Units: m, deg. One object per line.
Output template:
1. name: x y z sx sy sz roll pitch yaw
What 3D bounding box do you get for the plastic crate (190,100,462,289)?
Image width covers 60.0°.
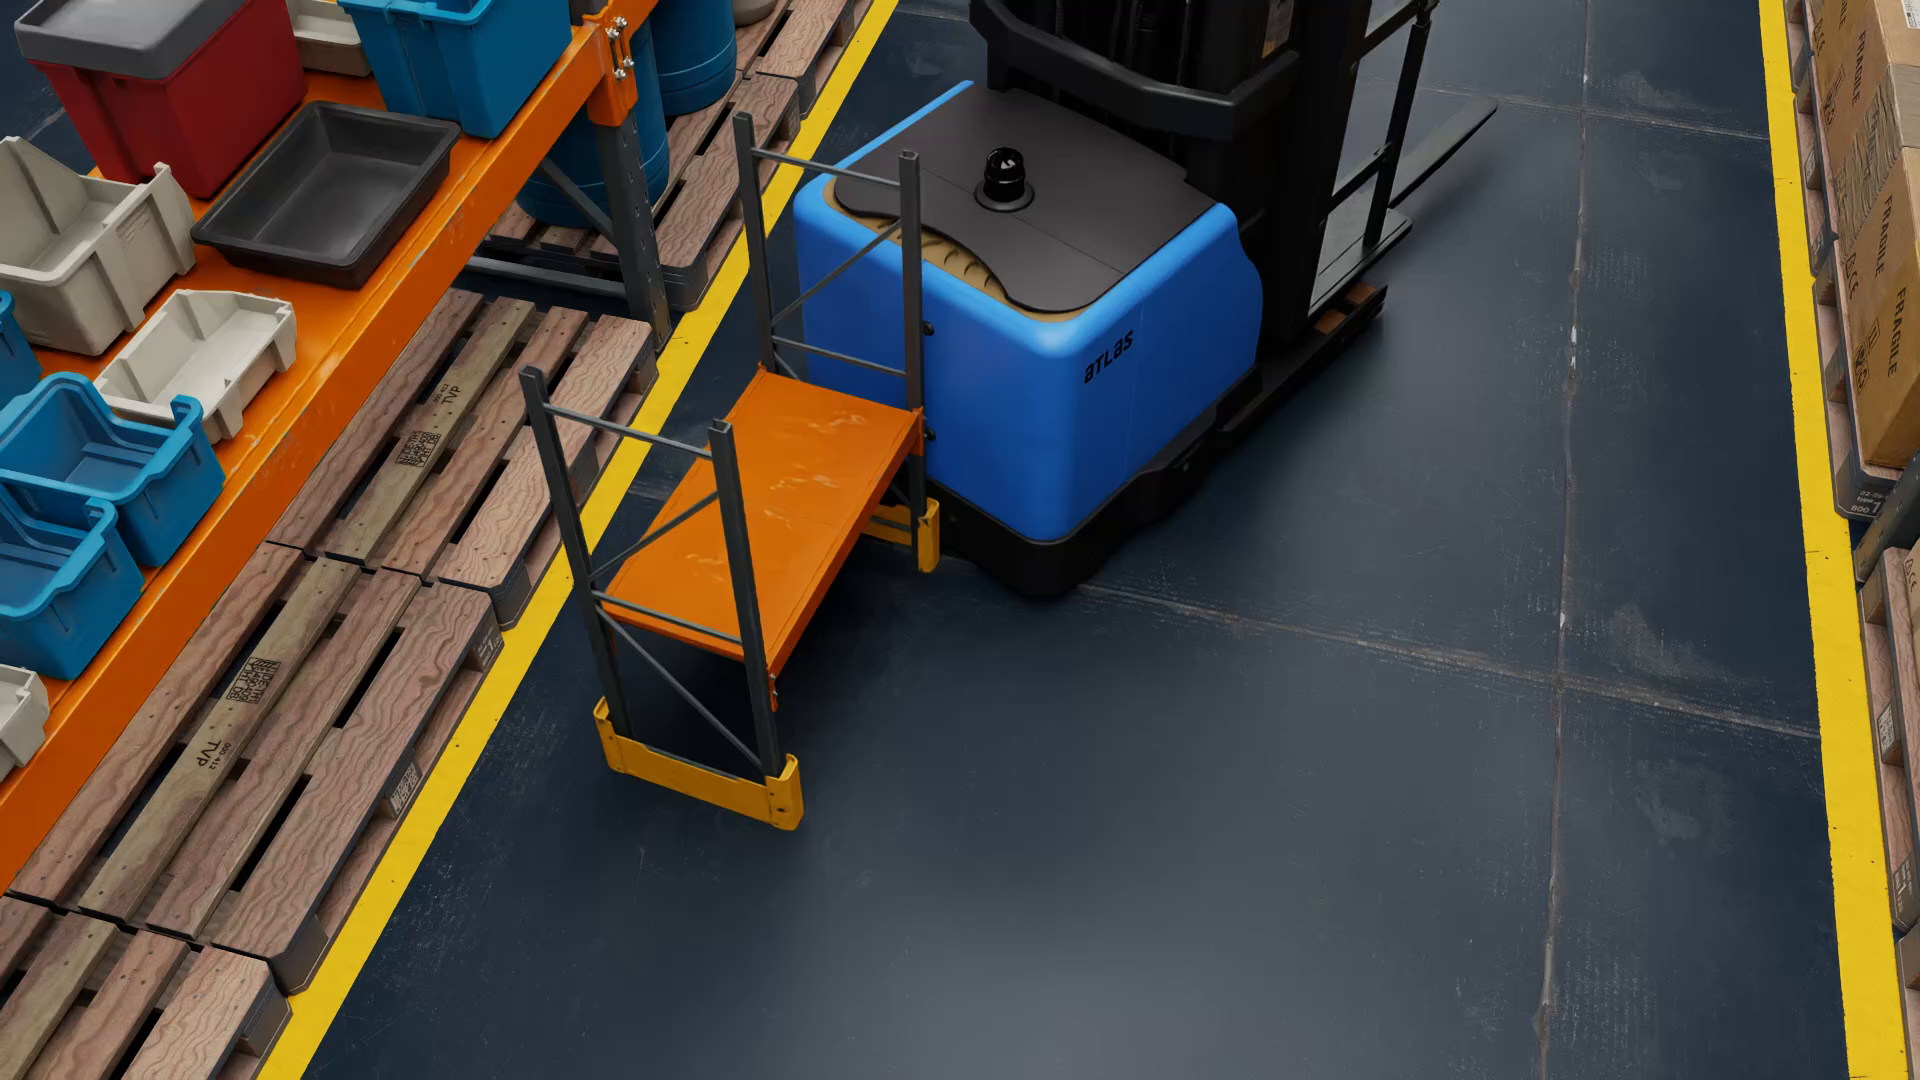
1. plastic crate: -1.553 -0.850 4.143 0.437 0.125 0.590 12 50 10

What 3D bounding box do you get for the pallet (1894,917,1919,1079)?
1. pallet: 2.759 1.501 3.785 1.003 0.211 1.213 12 50 10

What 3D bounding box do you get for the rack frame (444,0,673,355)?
1. rack frame: -1.518 -1.784 4.824 1.000 3.000 0.127 12 50 10

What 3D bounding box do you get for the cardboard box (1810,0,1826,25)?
1. cardboard box: 3.785 -2.363 6.709 0.500 0.500 0.500 10 49 9

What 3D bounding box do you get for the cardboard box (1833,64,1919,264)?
1. cardboard box: 3.384 -1.254 5.730 0.500 0.500 0.500 12 50 11

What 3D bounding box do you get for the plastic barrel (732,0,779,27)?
1. plastic barrel: -0.937 -2.393 6.741 0.421 0.512 0.421 0 49 0

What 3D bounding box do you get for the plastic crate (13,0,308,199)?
1. plastic crate: -1.995 -1.229 4.251 0.402 0.464 0.583 12 50 10

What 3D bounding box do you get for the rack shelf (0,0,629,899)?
1. rack shelf: -2.044 -0.099 3.817 1.077 0.370 4.000 12 50 10

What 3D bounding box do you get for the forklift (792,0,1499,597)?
1. forklift: 0.852 -1.833 4.913 1.130 2.935 3.031 33 56 26

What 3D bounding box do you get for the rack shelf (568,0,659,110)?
1. rack shelf: -0.991 -2.993 6.370 1.077 0.370 4.000 12 50 10

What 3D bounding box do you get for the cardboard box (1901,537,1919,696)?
1. cardboard box: 2.941 0.201 4.572 0.500 0.311 0.500 12 50 10

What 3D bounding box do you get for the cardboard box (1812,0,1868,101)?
1. cardboard box: 3.648 -2.001 6.389 0.500 0.500 0.500 11 49 10

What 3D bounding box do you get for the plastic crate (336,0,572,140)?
1. plastic crate: -1.311 -1.394 4.450 0.392 0.384 0.575 12 50 10

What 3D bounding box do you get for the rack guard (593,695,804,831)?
1. rack guard: -0.712 0.608 4.547 0.587 0.250 0.087 17 51 14

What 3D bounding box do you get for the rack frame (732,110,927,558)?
1. rack frame: -0.338 -0.513 4.703 0.500 1.500 0.032 17 51 14

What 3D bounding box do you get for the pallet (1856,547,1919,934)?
1. pallet: 3.078 0.615 4.566 1.003 0.211 1.213 12 50 10

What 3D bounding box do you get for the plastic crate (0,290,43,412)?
1. plastic crate: -2.277 -0.391 3.666 0.416 0.233 0.300 12 50 10

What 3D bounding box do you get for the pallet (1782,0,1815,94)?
1. pallet: 4.080 -2.242 7.088 1.003 0.211 1.213 12 50 10

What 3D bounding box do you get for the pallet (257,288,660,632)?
1. pallet: -1.674 -0.322 5.393 1.003 0.211 1.213 12 50 10

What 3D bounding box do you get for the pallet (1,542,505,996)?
1. pallet: -1.993 0.563 4.612 1.003 0.211 1.213 12 50 10

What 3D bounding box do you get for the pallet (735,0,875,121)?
1. pallet: -0.955 -2.297 7.136 1.003 0.211 1.213 12 50 10

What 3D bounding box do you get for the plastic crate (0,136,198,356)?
1. plastic crate: -2.097 -0.697 3.903 0.437 0.282 0.530 12 50 10

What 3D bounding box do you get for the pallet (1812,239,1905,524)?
1. pallet: 3.438 -0.477 5.530 1.003 0.211 1.213 12 50 10

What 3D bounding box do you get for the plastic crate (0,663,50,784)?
1. plastic crate: -1.845 0.357 3.070 0.250 0.136 0.298 12 50 10

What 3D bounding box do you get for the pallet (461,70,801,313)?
1. pallet: -1.274 -1.411 6.355 1.003 0.211 1.213 12 50 10

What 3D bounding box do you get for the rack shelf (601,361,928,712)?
1. rack shelf: -0.525 -0.040 4.525 0.538 0.185 1.000 17 51 14

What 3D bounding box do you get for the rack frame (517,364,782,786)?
1. rack frame: -0.712 0.195 4.077 0.500 1.500 0.032 17 51 14

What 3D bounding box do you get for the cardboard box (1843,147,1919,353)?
1. cardboard box: 3.252 -0.892 5.410 0.500 0.500 0.500 12 50 10

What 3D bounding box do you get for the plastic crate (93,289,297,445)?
1. plastic crate: -1.686 -0.398 3.736 0.293 0.136 0.466 12 50 10

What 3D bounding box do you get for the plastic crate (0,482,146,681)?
1. plastic crate: -1.841 0.079 3.252 0.416 0.233 0.300 12 50 10

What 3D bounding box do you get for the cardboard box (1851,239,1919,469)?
1. cardboard box: 3.114 -0.536 5.096 0.500 0.500 0.500 11 50 10

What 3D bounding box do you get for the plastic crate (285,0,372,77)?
1. plastic crate: -1.778 -1.408 4.628 0.396 0.136 0.243 12 50 10

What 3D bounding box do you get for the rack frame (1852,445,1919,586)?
1. rack frame: 3.260 -0.804 3.959 1.000 3.000 0.127 12 50 10

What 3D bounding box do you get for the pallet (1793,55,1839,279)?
1. pallet: 3.757 -1.362 6.312 1.003 0.211 1.213 12 50 10

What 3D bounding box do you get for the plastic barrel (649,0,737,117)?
1. plastic barrel: -1.172 -2.131 6.250 0.600 0.901 0.708 12 50 10

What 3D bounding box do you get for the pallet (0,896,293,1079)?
1. pallet: -2.316 1.443 3.836 1.003 0.211 1.213 12 50 10

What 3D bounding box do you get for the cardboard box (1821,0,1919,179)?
1. cardboard box: 3.516 -1.623 6.055 0.500 0.500 0.500 10 49 9

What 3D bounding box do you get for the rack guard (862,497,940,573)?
1. rack guard: -0.345 -0.086 5.159 0.587 0.250 0.087 17 51 14

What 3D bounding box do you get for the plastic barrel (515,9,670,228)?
1. plastic barrel: -1.358 -1.619 5.798 0.600 0.901 0.708 12 50 10

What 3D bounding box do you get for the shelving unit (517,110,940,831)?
1. shelving unit: -0.528 -0.153 4.384 0.587 1.500 1.083 17 51 14

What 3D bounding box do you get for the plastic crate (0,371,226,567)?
1. plastic crate: -1.762 -0.138 3.443 0.416 0.233 0.300 12 50 10
